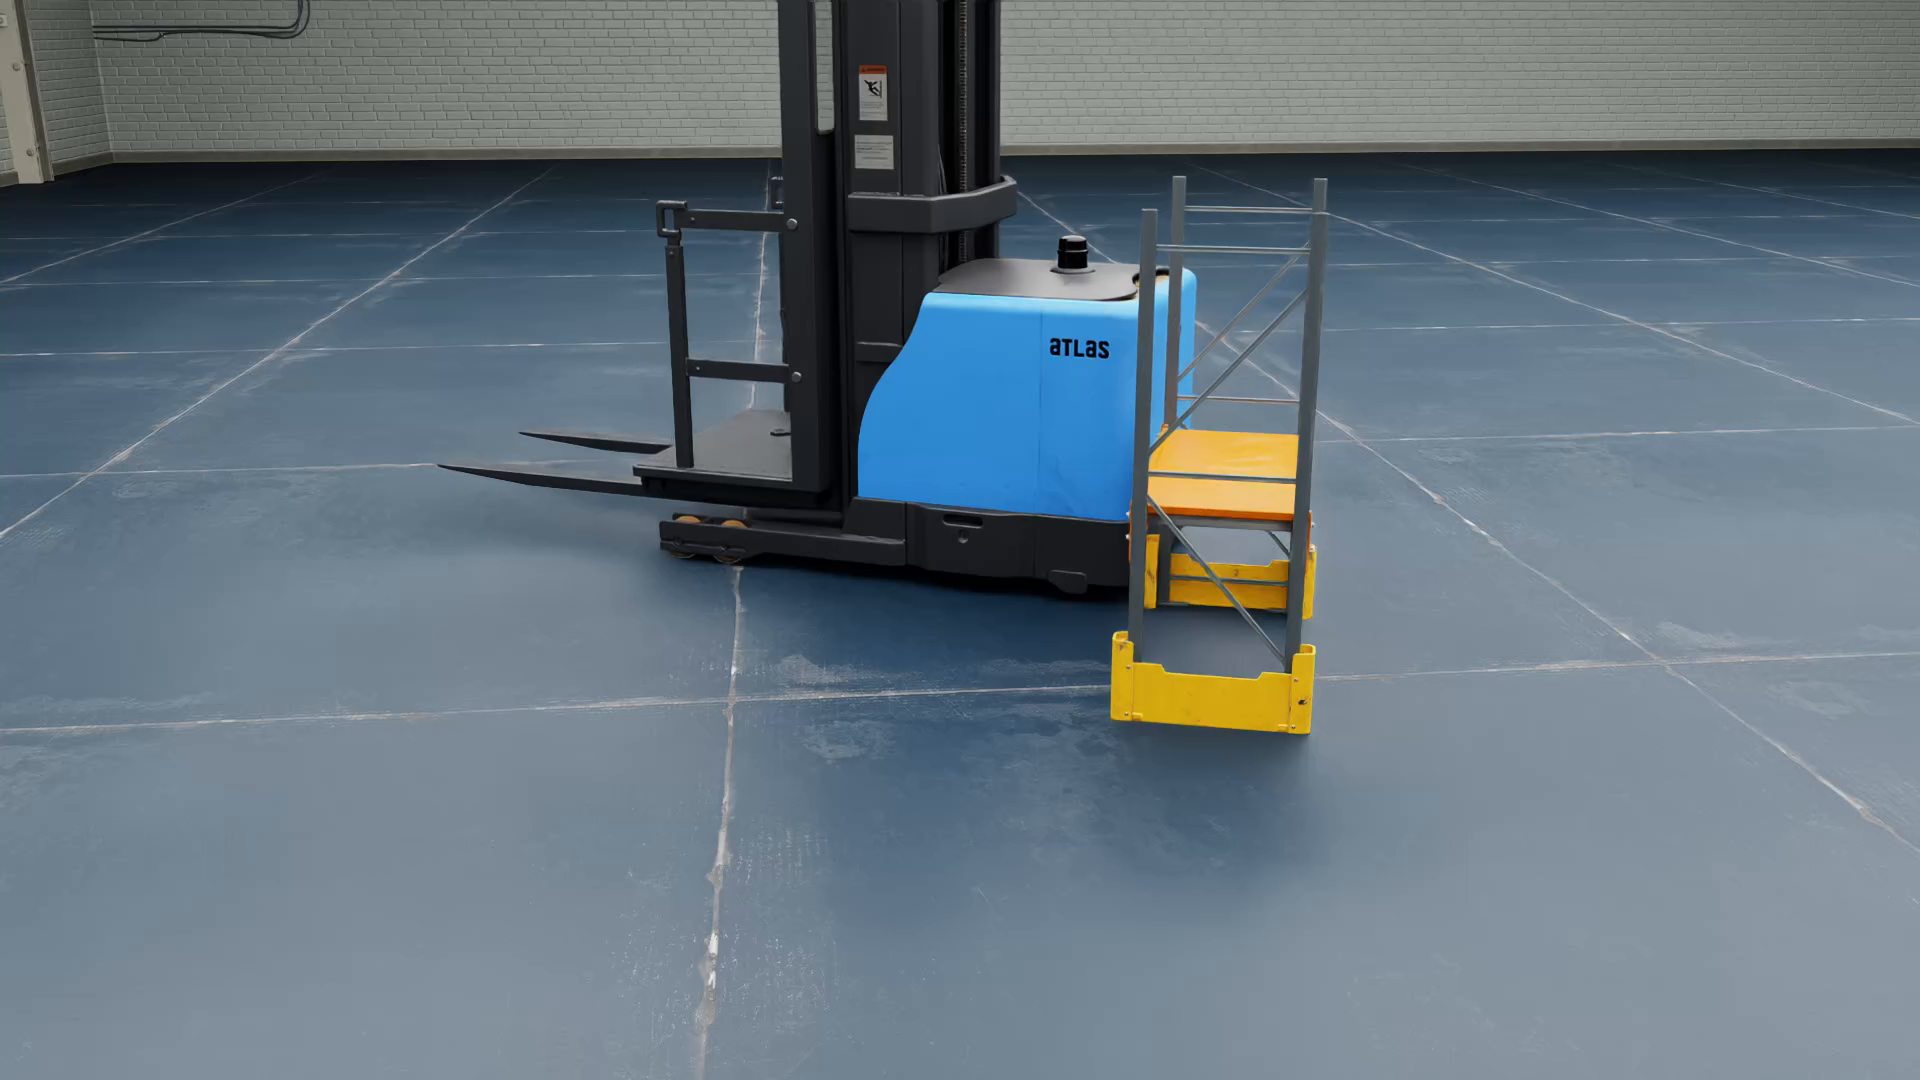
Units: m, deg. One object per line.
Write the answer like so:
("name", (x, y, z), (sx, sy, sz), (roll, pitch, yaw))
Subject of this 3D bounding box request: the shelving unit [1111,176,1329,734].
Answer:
("shelving unit", (0.845, -0.322, 5.197), (0.587, 1.500, 1.083), (4, 18, 11))

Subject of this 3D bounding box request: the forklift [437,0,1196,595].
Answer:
("forklift", (-0.641, -1.448, 6.397), (3.031, 2.935, 1.130), (6, 18, 18))

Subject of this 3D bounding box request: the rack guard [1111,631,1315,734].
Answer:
("rack guard", (0.744, 0.421, 4.919), (0.587, 0.250, 0.087), (4, 18, 11))

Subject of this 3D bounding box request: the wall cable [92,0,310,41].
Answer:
("wall cable", (-10.812, -8.312, 23.313), (3.097, 2.526, 0.112), (-2, 18, -6))

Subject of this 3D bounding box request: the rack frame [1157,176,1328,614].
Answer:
("rack frame", (0.951, -0.473, 5.681), (0.500, 1.500, 0.032), (4, 18, 11))

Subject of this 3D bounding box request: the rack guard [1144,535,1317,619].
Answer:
("rack guard", (0.947, 0.129, 5.850), (0.587, 0.250, 0.087), (4, 18, 11))

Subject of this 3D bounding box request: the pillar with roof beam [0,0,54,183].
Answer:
("pillar with roof beam", (-7.541, -9.008, 20.346), (9.100, 9.000, 0.400), (-2, 18, -6))

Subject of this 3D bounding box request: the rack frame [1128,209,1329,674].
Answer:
("rack frame", (0.744, -0.175, 4.731), (0.500, 1.500, 0.032), (4, 18, 11))

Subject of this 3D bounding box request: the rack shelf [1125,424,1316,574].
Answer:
("rack shelf", (0.847, -0.153, 5.260), (0.538, 0.185, 1.000), (4, 18, 11))
